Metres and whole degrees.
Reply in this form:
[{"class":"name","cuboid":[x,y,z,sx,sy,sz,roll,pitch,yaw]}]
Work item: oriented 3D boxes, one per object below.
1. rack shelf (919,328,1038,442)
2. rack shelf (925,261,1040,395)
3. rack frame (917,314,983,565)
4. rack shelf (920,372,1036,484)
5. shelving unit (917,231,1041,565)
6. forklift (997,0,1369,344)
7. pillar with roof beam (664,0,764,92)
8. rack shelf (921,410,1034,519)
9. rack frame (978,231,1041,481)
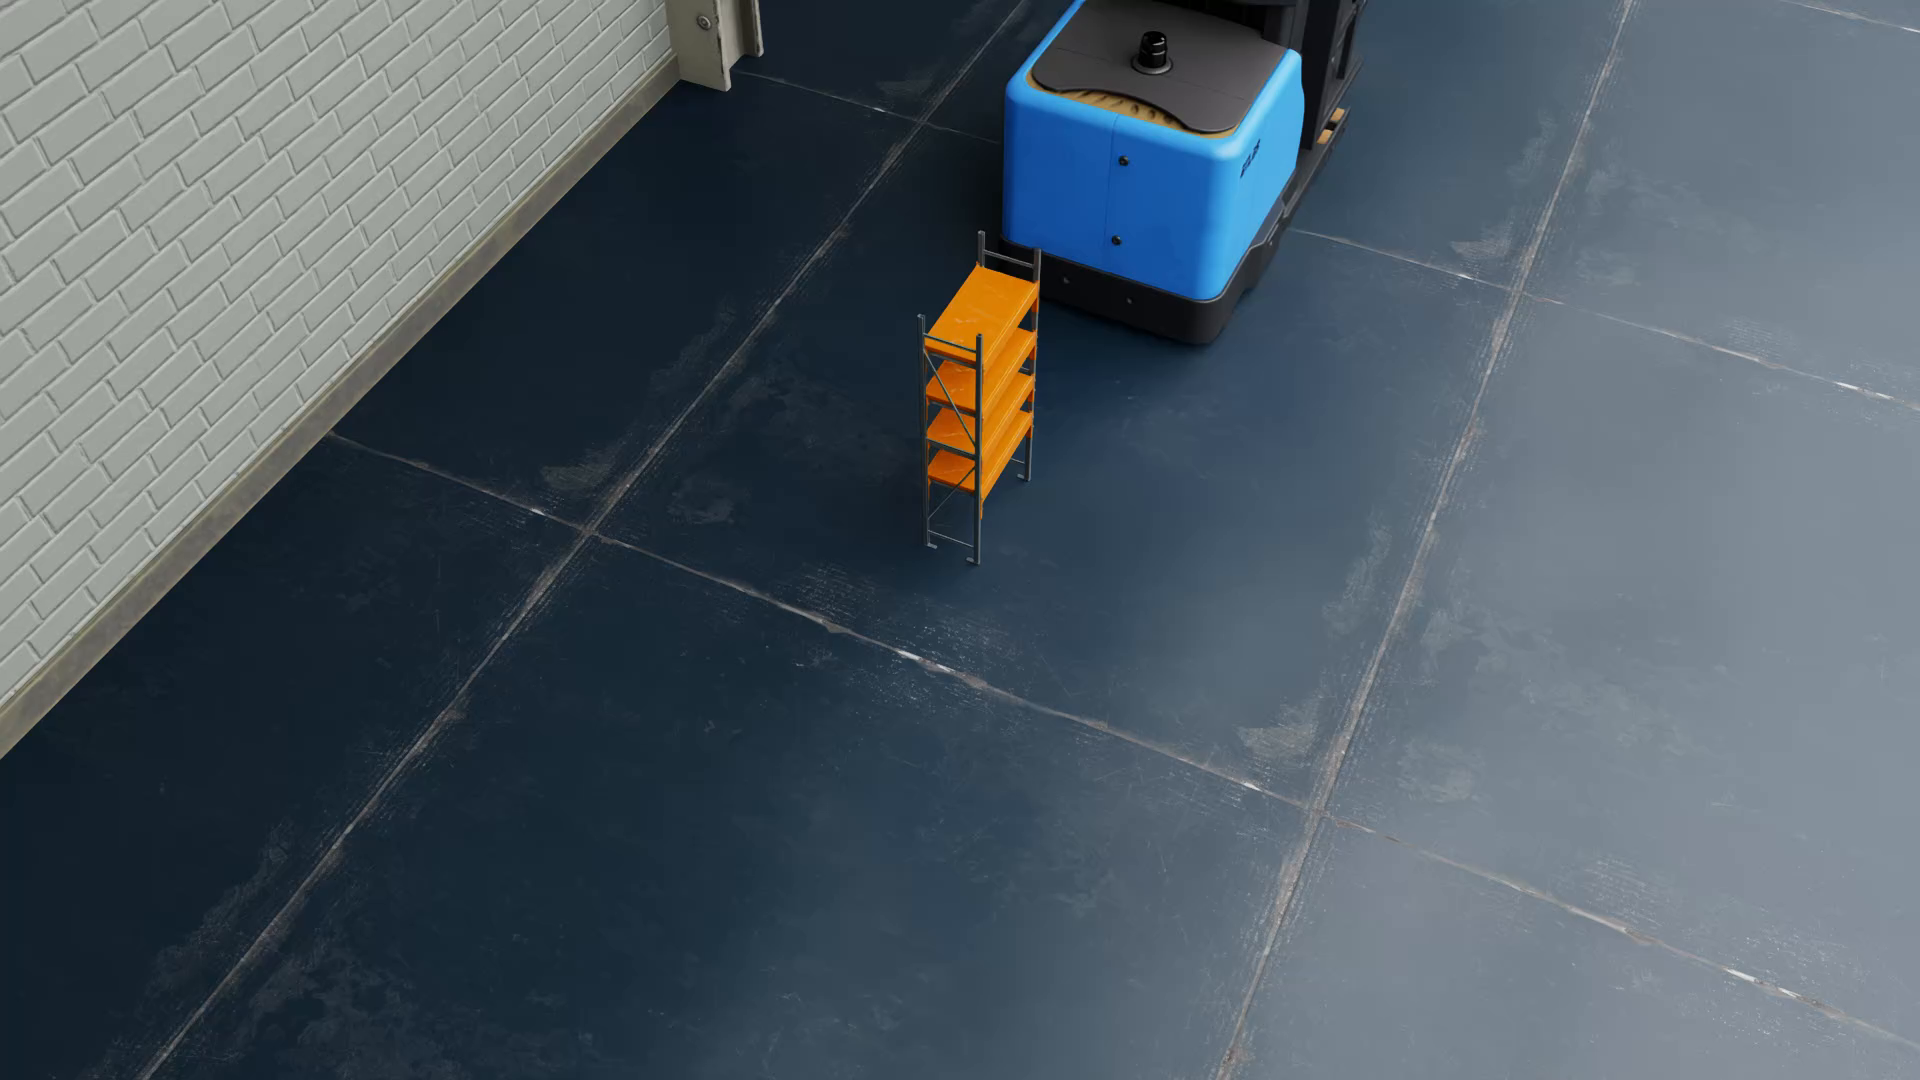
[{"class":"rack shelf","cuboid":[0.071,-0.604,6.086,0.258,0.148,0.480,20,52,16]},{"class":"rack shelf","cuboid":[0.071,-0.757,5.906,0.258,0.148,0.480,20,52,16]},{"class":"rack frame","cuboid":[-0.034,-0.335,6.062,0.240,1.200,0.015,20,52,16]},{"class":"rack shelf","cuboid":[0.071,-0.459,6.256,0.258,0.148,0.480,20,52,16]},{"class":"shelving unit","cuboid":[0.071,-0.503,6.205,0.258,1.200,0.503,20,52,16]},{"class":"forklift","cuboid":[1.275,-2.931,7.135,1.130,2.935,3.031,21,53,17]},{"class":"pillar with roof beam","cuboid":[2.639,-3.998,4.059,9.100,9.000,0.400,20,52,16]},{"class":"rack shelf","cuboid":[0.071,-0.331,6.408,0.258,0.148,0.480,20,52,16]},{"class":"rack frame","cuboid":[0.175,-0.671,6.348,0.240,1.200,0.015,20,52,16]}]
